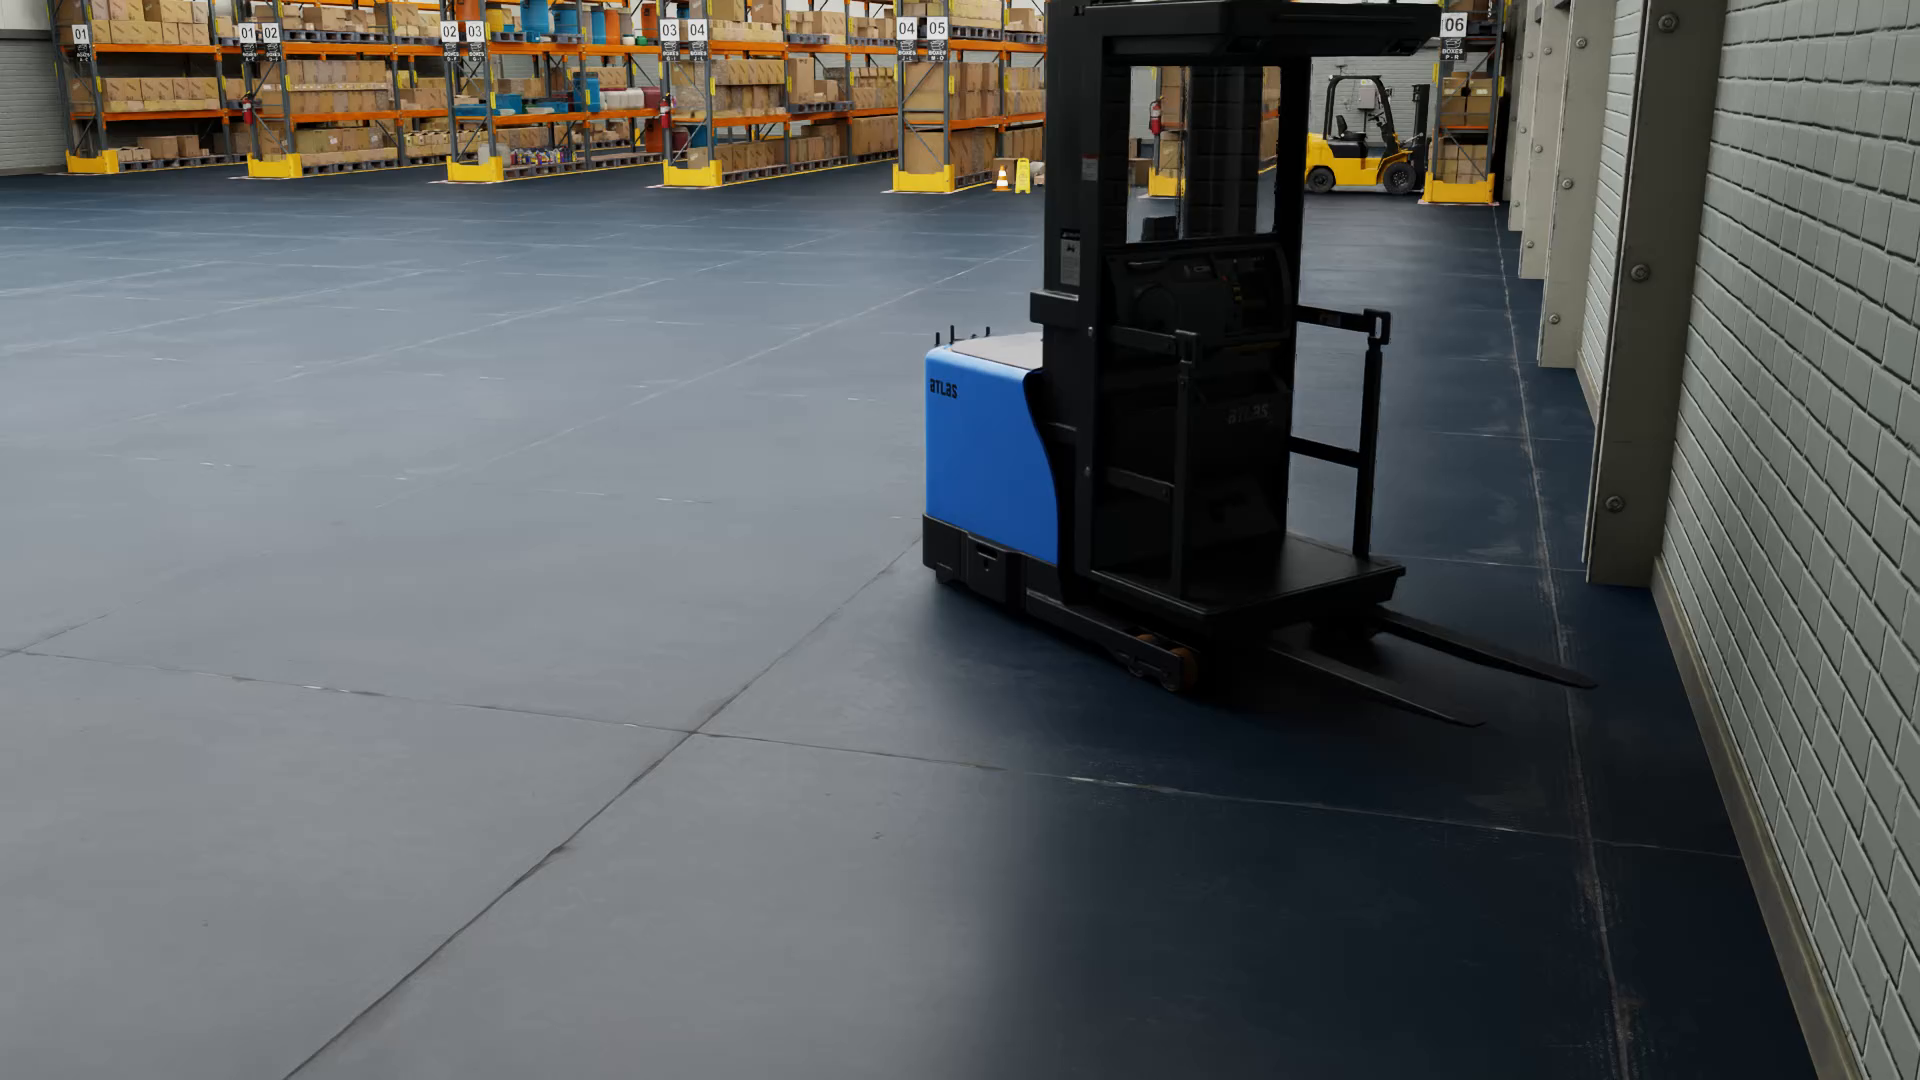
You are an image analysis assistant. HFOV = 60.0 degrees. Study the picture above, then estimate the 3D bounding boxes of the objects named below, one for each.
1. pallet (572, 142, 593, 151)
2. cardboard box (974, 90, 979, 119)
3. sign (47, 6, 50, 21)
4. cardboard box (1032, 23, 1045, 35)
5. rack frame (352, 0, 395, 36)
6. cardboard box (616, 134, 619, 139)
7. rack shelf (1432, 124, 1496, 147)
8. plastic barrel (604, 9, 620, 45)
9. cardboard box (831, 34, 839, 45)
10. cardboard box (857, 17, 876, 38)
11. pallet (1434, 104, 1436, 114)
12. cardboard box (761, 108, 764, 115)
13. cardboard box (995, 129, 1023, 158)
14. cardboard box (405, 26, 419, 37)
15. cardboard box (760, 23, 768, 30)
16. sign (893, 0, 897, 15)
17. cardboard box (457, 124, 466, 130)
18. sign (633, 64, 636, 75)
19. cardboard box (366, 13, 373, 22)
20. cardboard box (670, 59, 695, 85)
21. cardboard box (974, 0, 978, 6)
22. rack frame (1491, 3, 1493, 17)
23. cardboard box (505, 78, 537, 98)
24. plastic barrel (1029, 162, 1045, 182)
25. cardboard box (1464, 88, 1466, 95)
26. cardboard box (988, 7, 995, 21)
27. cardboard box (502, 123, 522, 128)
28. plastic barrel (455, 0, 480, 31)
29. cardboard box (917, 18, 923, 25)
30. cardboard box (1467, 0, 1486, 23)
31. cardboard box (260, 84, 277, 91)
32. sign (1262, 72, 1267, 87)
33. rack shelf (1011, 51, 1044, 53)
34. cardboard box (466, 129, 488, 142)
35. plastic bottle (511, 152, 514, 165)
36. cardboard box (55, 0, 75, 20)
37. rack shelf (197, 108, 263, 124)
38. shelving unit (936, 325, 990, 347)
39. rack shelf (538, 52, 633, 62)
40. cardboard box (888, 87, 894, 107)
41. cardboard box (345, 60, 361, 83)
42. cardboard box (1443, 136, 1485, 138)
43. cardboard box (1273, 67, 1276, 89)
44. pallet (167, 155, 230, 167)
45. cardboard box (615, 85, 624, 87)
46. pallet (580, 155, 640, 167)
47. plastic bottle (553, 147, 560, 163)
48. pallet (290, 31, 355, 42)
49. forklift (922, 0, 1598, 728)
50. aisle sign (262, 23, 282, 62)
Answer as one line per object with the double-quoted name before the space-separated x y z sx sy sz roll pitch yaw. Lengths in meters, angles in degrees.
"pallet" -11.310 -11.352 47.966 1.003 0.211 1.213 5 16 16
"cardboard box" -0.105 -8.791 33.552 0.875 0.550 0.500 5 16 16
"sign" -20.193 -11.675 36.875 0.100 0.325 0.005 5 16 16
"cardboard box" 1.998 -11.907 39.133 0.500 0.500 0.500 5 16 16
"rack frame" -13.780 -13.307 38.754 1.000 3.000 0.127 5 16 16
"cardboard box" -10.489 -12.149 50.050 0.380 0.166 0.250 5 16 16
"rack shelf" 9.410 -7.630 31.052 1.077 0.370 4.000 5 16 16
"plastic barrel" -8.522 -12.363 40.136 0.600 0.830 0.708 5 16 16
"cardboard box" -3.174 -11.795 39.195 0.500 0.250 0.500 5 16 16
"cardboard box" -2.586 -12.929 41.960 0.797 0.503 0.637 4 16 15
"pallet" 11.241 -9.636 37.158 1.213 0.211 1.003 5 16 16
"cardboard box" -4.433 -9.197 35.719 0.380 0.149 0.250 5 16 16
"cardboard box" 0.812 -8.782 37.148 1.050 0.750 0.750 5 16 16
"cardboard box" -13.442 -12.298 40.200 0.500 0.250 0.500 3 16 10
"cardboard box" -4.304 -10.898 35.301 0.380 0.149 0.250 4 16 14
"sign" -1.209 -10.071 31.364 0.100 0.325 0.005 5 16 16
"cardboard box" -15.507 -12.490 50.678 0.700 0.500 0.500 4 16 14
"sign" -9.843 -14.221 50.270 0.100 0.325 0.005 5 16 16
"cardboard box" -16.775 -14.595 46.429 0.500 0.250 0.500 4 16 14
"cardboard box" -5.500 -9.441 33.556 0.500 0.500 0.500 5 16 16
"cardboard box" 0.142 -10.612 32.797 0.380 0.149 0.250 5 17 17
"rack frame" 13.389 -14.525 43.048 1.000 3.000 0.127 5 16 16
"cardboard box" -11.949 -12.297 45.235 0.700 0.500 0.500 1 16 2
"plastic barrel" 1.592 -7.586 34.298 0.421 0.421 0.512 -10 19 -32
"cardboard box" 9.170 -8.321 30.799 0.380 0.149 0.250 5 16 16
"cardboard box" 0.406 -10.724 33.921 0.500 0.250 0.500 5 16 16
"cardboard box" -12.303 -11.383 45.366 0.500 0.250 0.500 4 16 15
"plastic barrel" -10.152 -10.978 34.484 0.600 0.830 0.708 5 16 16
"cardboard box" -0.923 -9.880 31.676 0.380 0.149 0.250 5 16 16
"cardboard box" 9.121 -9.589 30.007 0.700 0.500 0.500 5 17 16
"cardboard box" -14.990 -9.850 36.186 0.380 0.149 0.250 4 16 15
"sign" 6.878 -10.409 37.555 0.100 0.325 0.005 5 16 16
"rack shelf" 2.149 -11.908 40.635 1.077 0.370 4.000 5 16 16
"cardboard box" -12.556 -10.460 42.954 0.500 0.311 0.500 5 17 17
"plastic bottle" -9.969 -8.469 36.876 0.152 0.276 0.135 5 17 16
"cardboard box" -19.795 -11.873 37.142 0.500 0.500 0.500 5 17 18
"rack shelf" -17.962 -10.981 42.867 1.077 0.370 4.000 5 16 16
"shelving unit" 0.015 -0.519 8.235 0.215 1.050 0.252 5 16 16
"rack shelf" -10.938 -14.134 48.486 1.077 0.370 4.000 5 16 16
"cardboard box" -2.028 -11.521 43.266 0.500 0.500 0.500 5 17 18
"cardboard box" -14.185 -10.713 38.043 0.700 0.500 0.500 5 16 16
"cardboard box" 10.925 -8.443 36.183 0.875 0.625 0.625 5 17 18
"cardboard box" 7.303 -11.102 39.959 0.500 0.500 0.500 5 17 18
"pallet" -18.687 -9.284 40.675 1.003 0.211 1.213 5 16 16
"cardboard box" -10.380 -13.334 49.661 0.500 0.500 0.500 5 17 16
"pallet" -8.501 -9.223 40.460 1.003 0.211 1.213 5 16 16
"plastic bottle" -9.085 -8.648 37.369 0.144 0.351 0.185 5 16 16
"pallet" -14.346 -11.278 37.260 1.003 0.211 1.213 5 16 16
"forklift" 1.077 -0.984 6.427 1.130 2.935 3.031 -11 19 -33
"aisle sign" -14.641 -10.584 35.384 0.394 0.787 0.004 5 16 16
